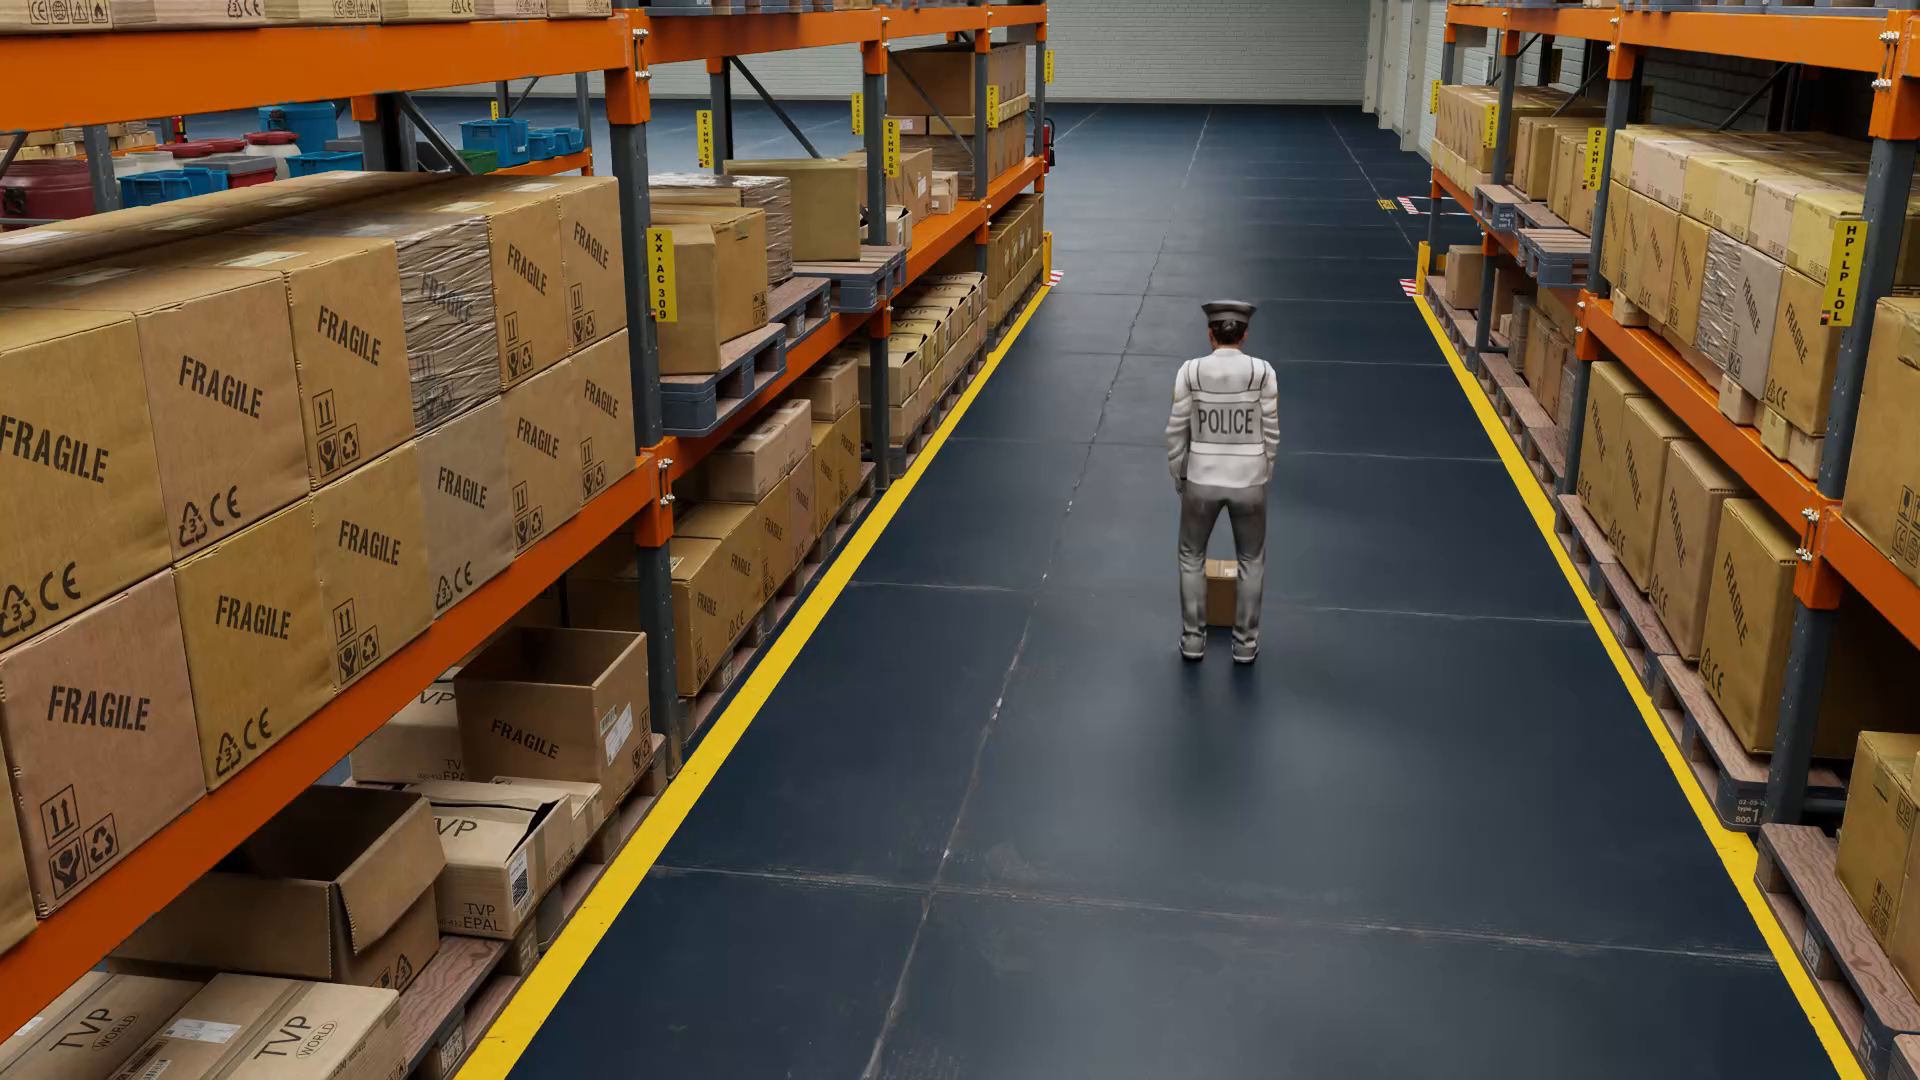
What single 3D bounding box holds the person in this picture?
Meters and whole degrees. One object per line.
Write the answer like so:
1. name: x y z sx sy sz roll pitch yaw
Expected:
1. person: 1.159 -0.218 7.444 0.523 1.542 0.569 3 18 10
